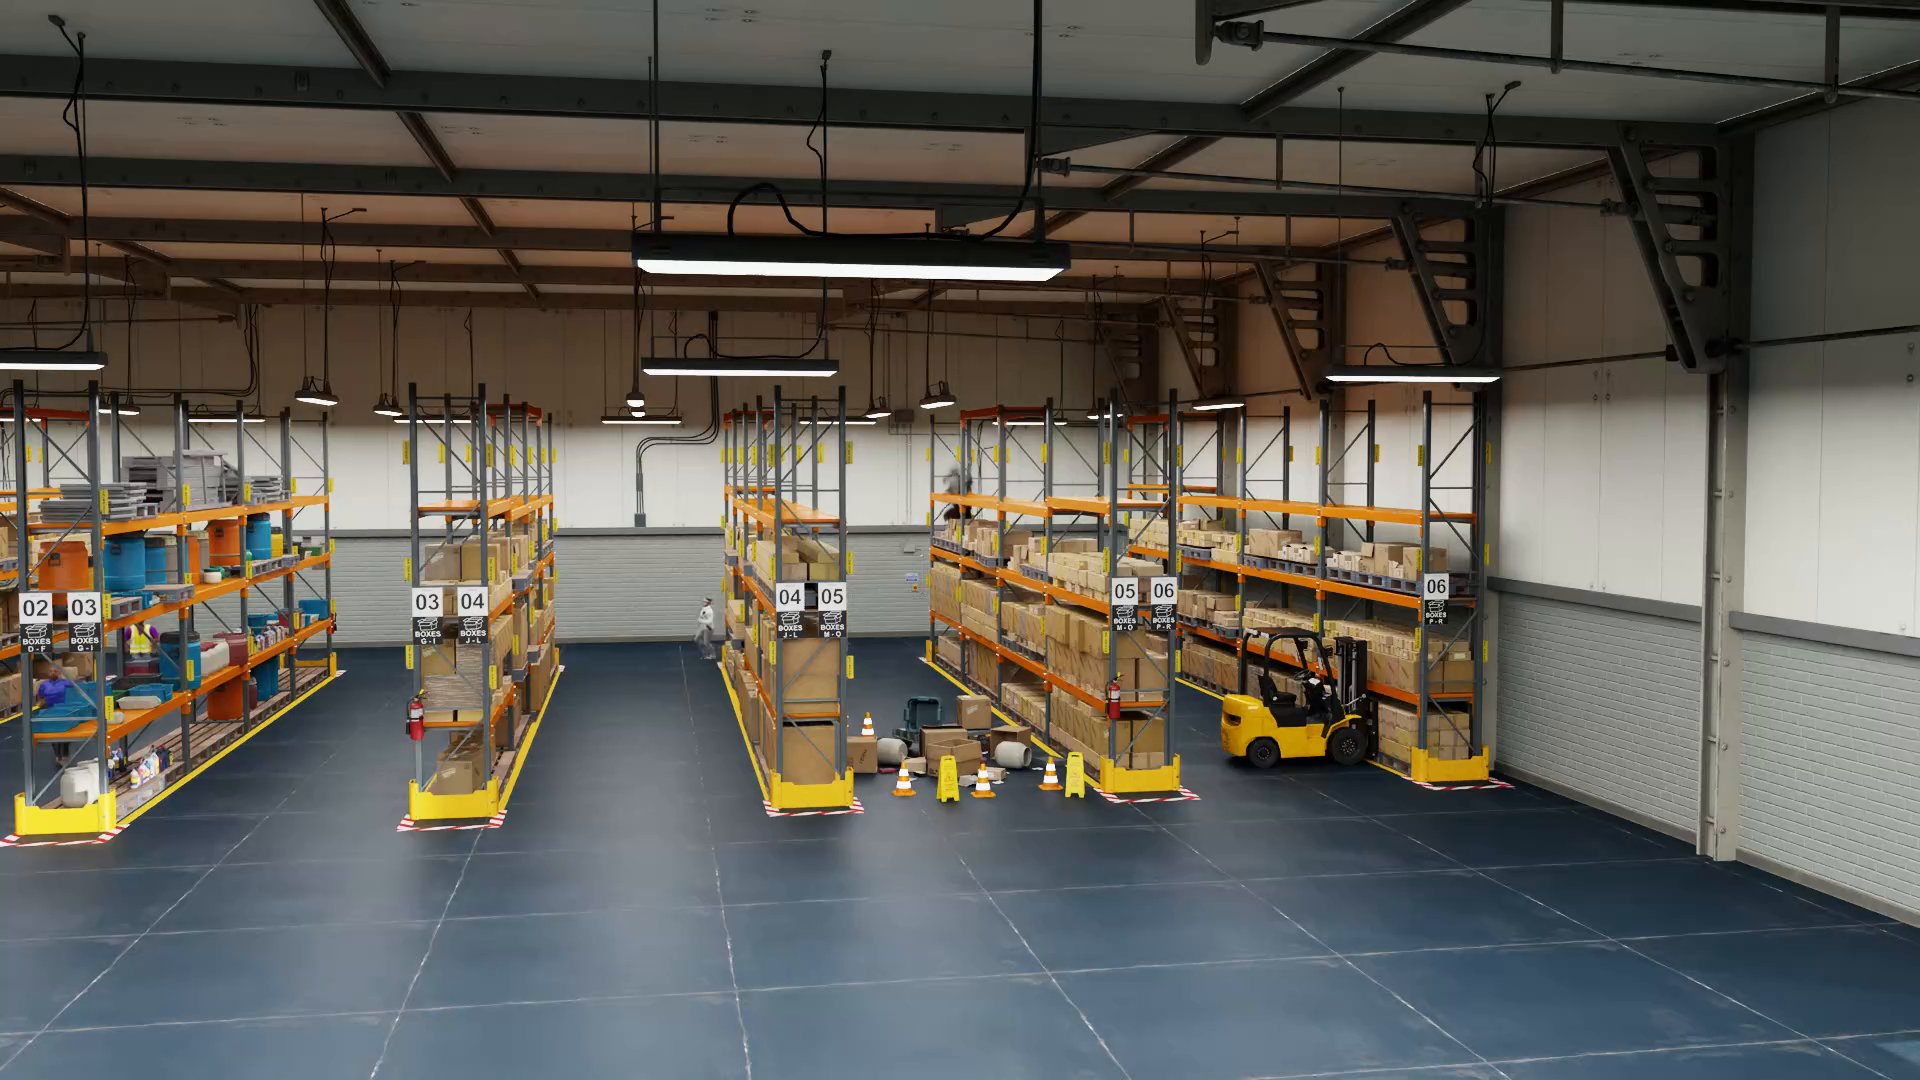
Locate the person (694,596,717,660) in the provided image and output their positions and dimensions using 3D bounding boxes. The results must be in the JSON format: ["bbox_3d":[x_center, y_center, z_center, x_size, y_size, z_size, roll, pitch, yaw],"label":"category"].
[{"bbox_3d":[-6.150,2.159,40.559,0.593,1.618,0.726,-2,3,-31],"label":"person"}]

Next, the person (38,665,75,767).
[{"bbox_3d":[-14.535,2.831,26.759,0.548,1.662,0.681,-1,3,-16],"label":"person"}]

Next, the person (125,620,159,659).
[{"bbox_3d":[-17.219,2.372,34.950,0.696,1.716,0.603,-1,3,-24],"label":"person"}]
